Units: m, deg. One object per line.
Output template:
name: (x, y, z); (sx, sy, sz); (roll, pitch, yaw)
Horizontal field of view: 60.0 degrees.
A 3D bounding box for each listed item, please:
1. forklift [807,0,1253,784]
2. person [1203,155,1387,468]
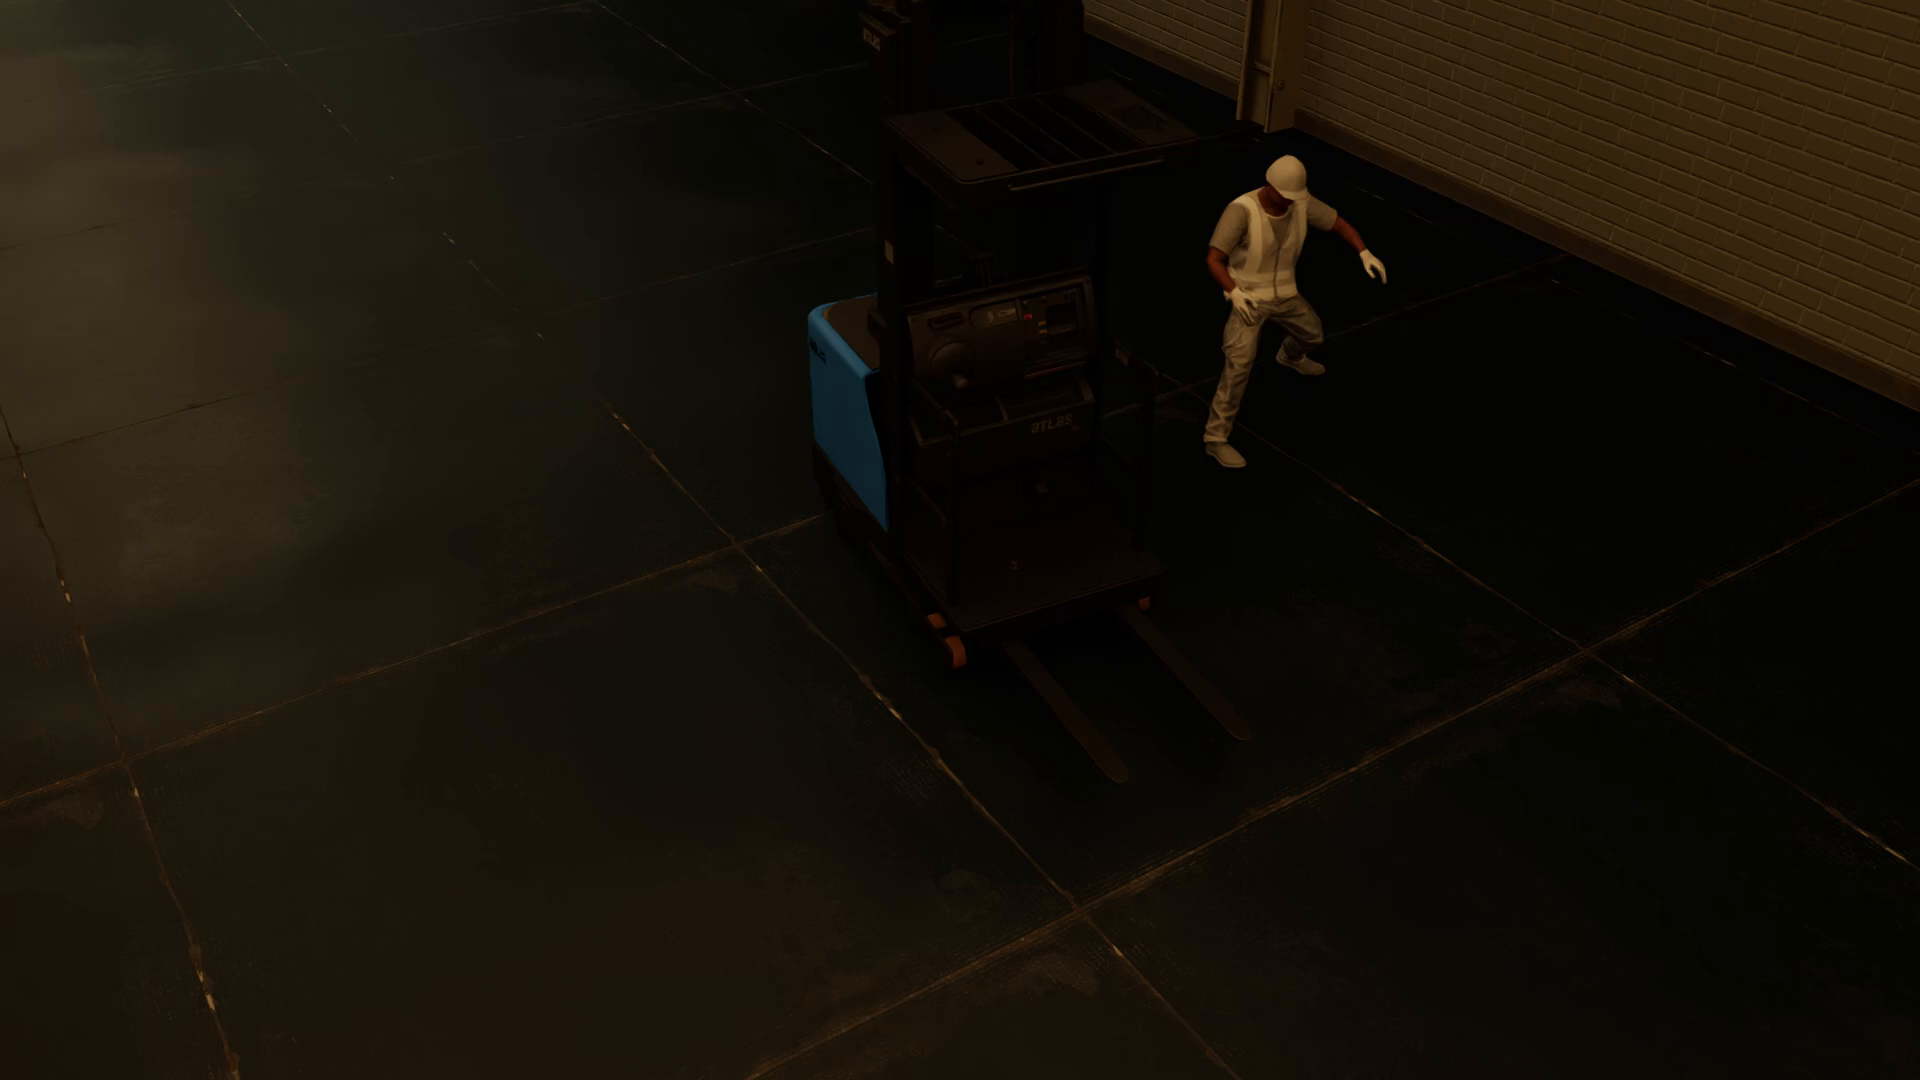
forklift: (0.294, -0.875, 7.393); (1.130, 2.935, 3.031); (-16, 38, -21)
person: (1.808, -1.373, 9.284); (1.162, 1.585, 1.010); (-14, 37, -19)
